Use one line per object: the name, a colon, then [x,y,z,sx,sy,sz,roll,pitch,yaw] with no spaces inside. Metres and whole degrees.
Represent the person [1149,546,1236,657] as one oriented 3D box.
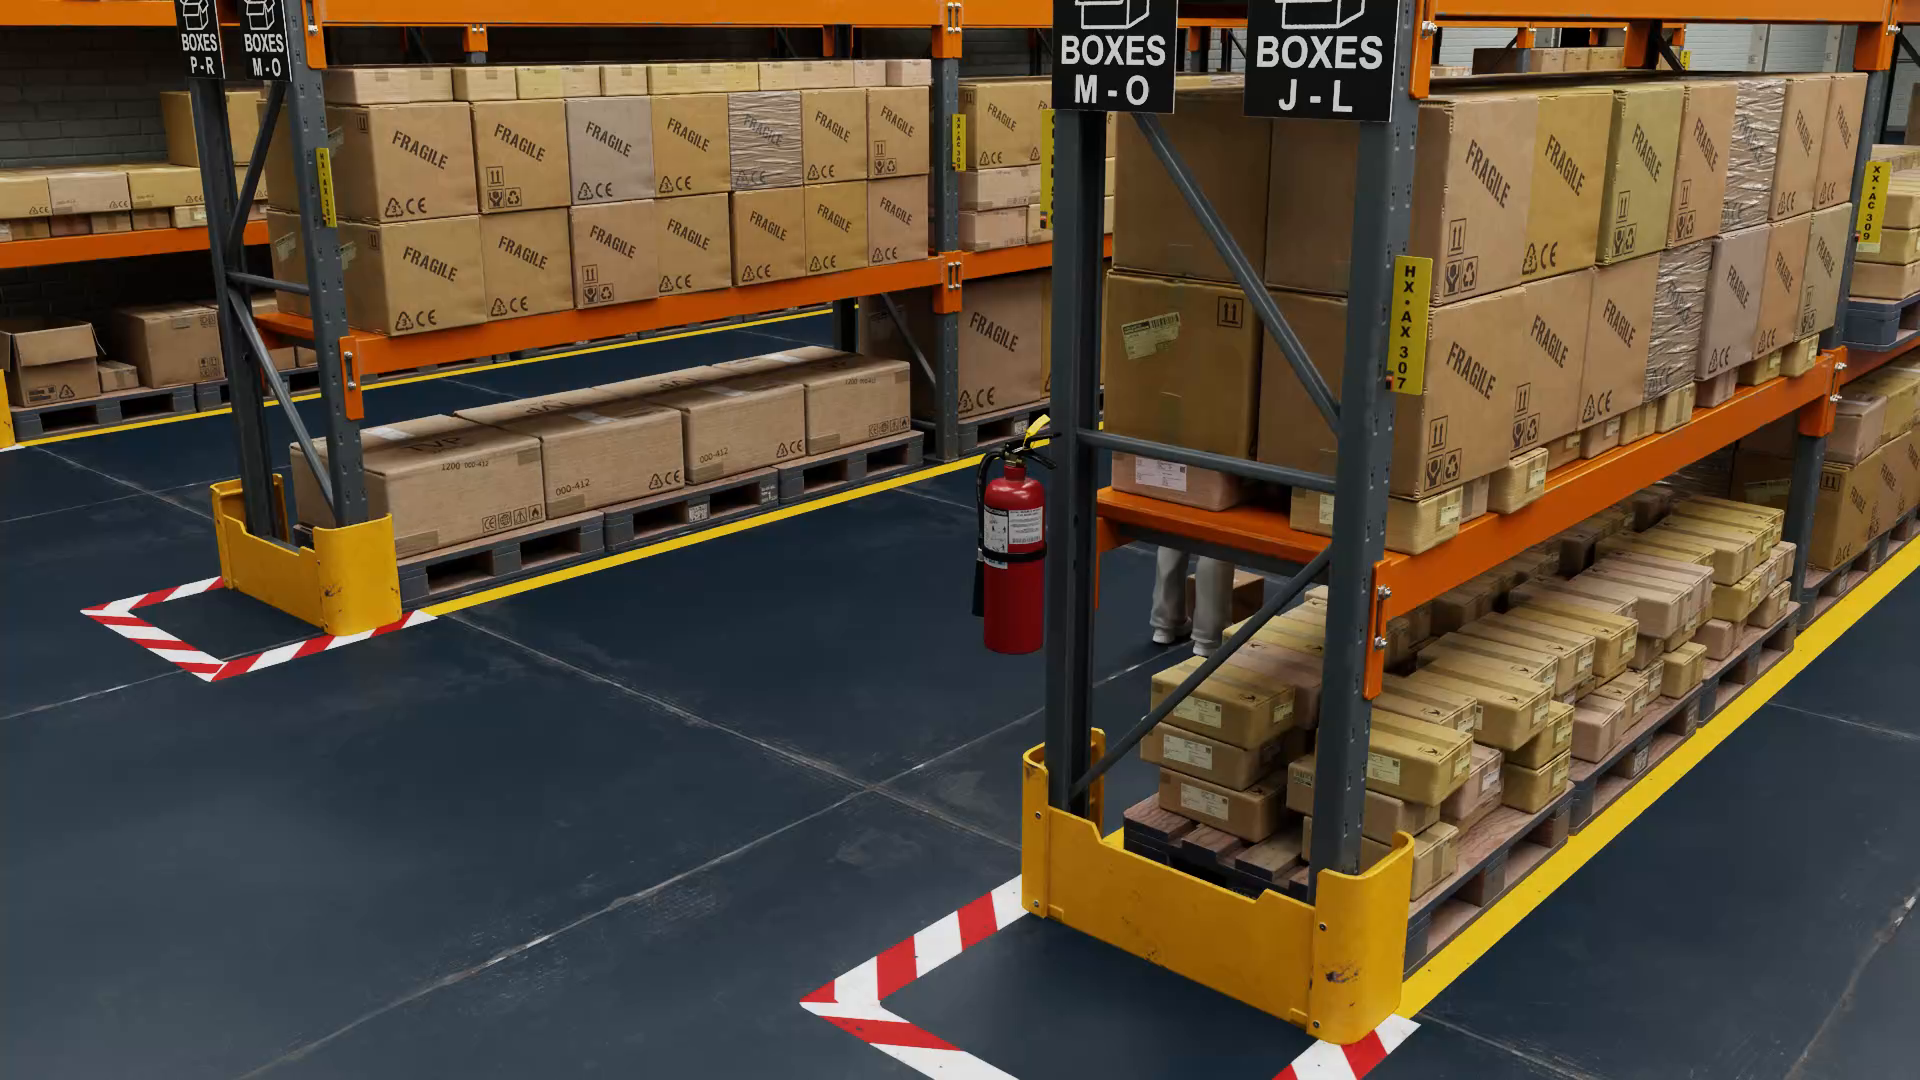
person: [1.023,-0.343,7.168,0.360,1.672,0.484,-15,23,-40]
